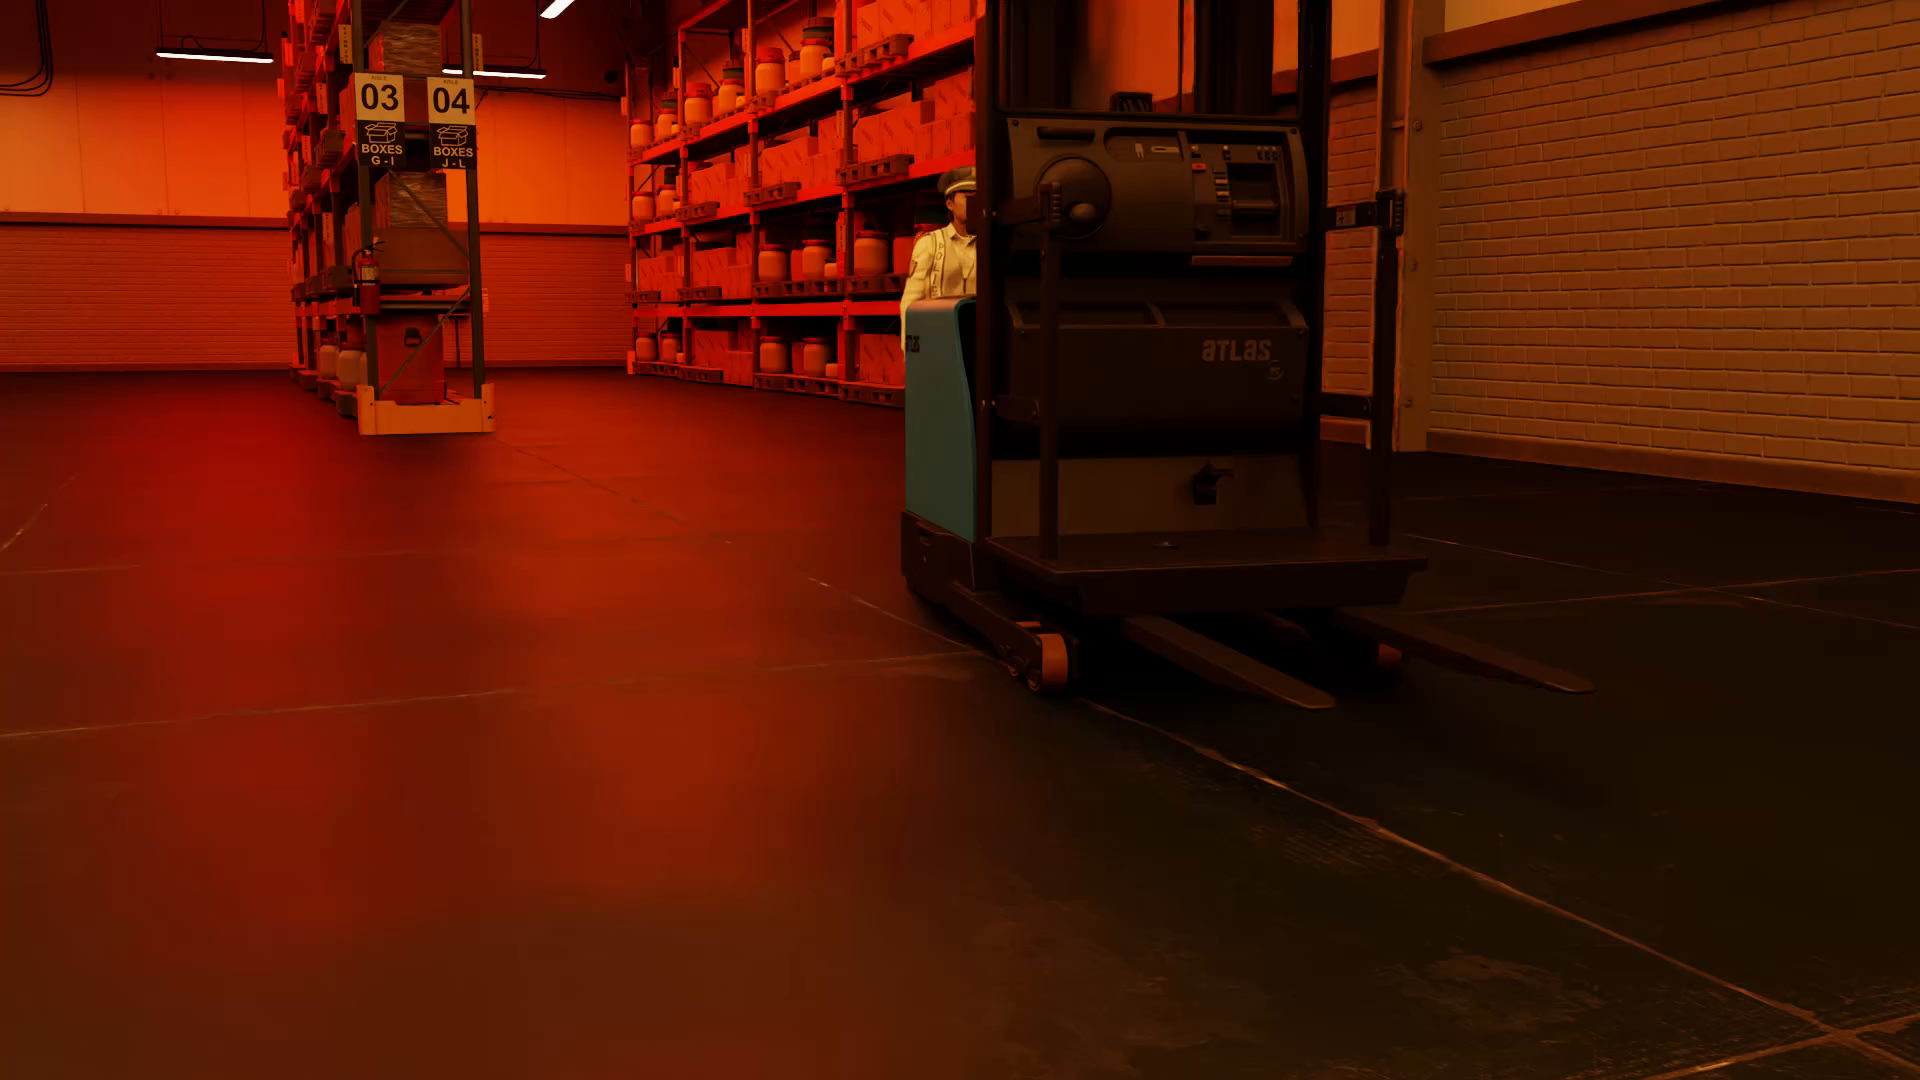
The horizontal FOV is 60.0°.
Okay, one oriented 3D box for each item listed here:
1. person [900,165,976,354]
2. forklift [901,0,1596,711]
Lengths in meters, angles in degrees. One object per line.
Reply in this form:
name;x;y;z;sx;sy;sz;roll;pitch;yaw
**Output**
person;0.036;-0.823;7.451;0.585;1.693;0.555;-2;8;-13
forklift;0.649;-1.094;4.737;1.130;2.935;3.031;-2;8;-14
